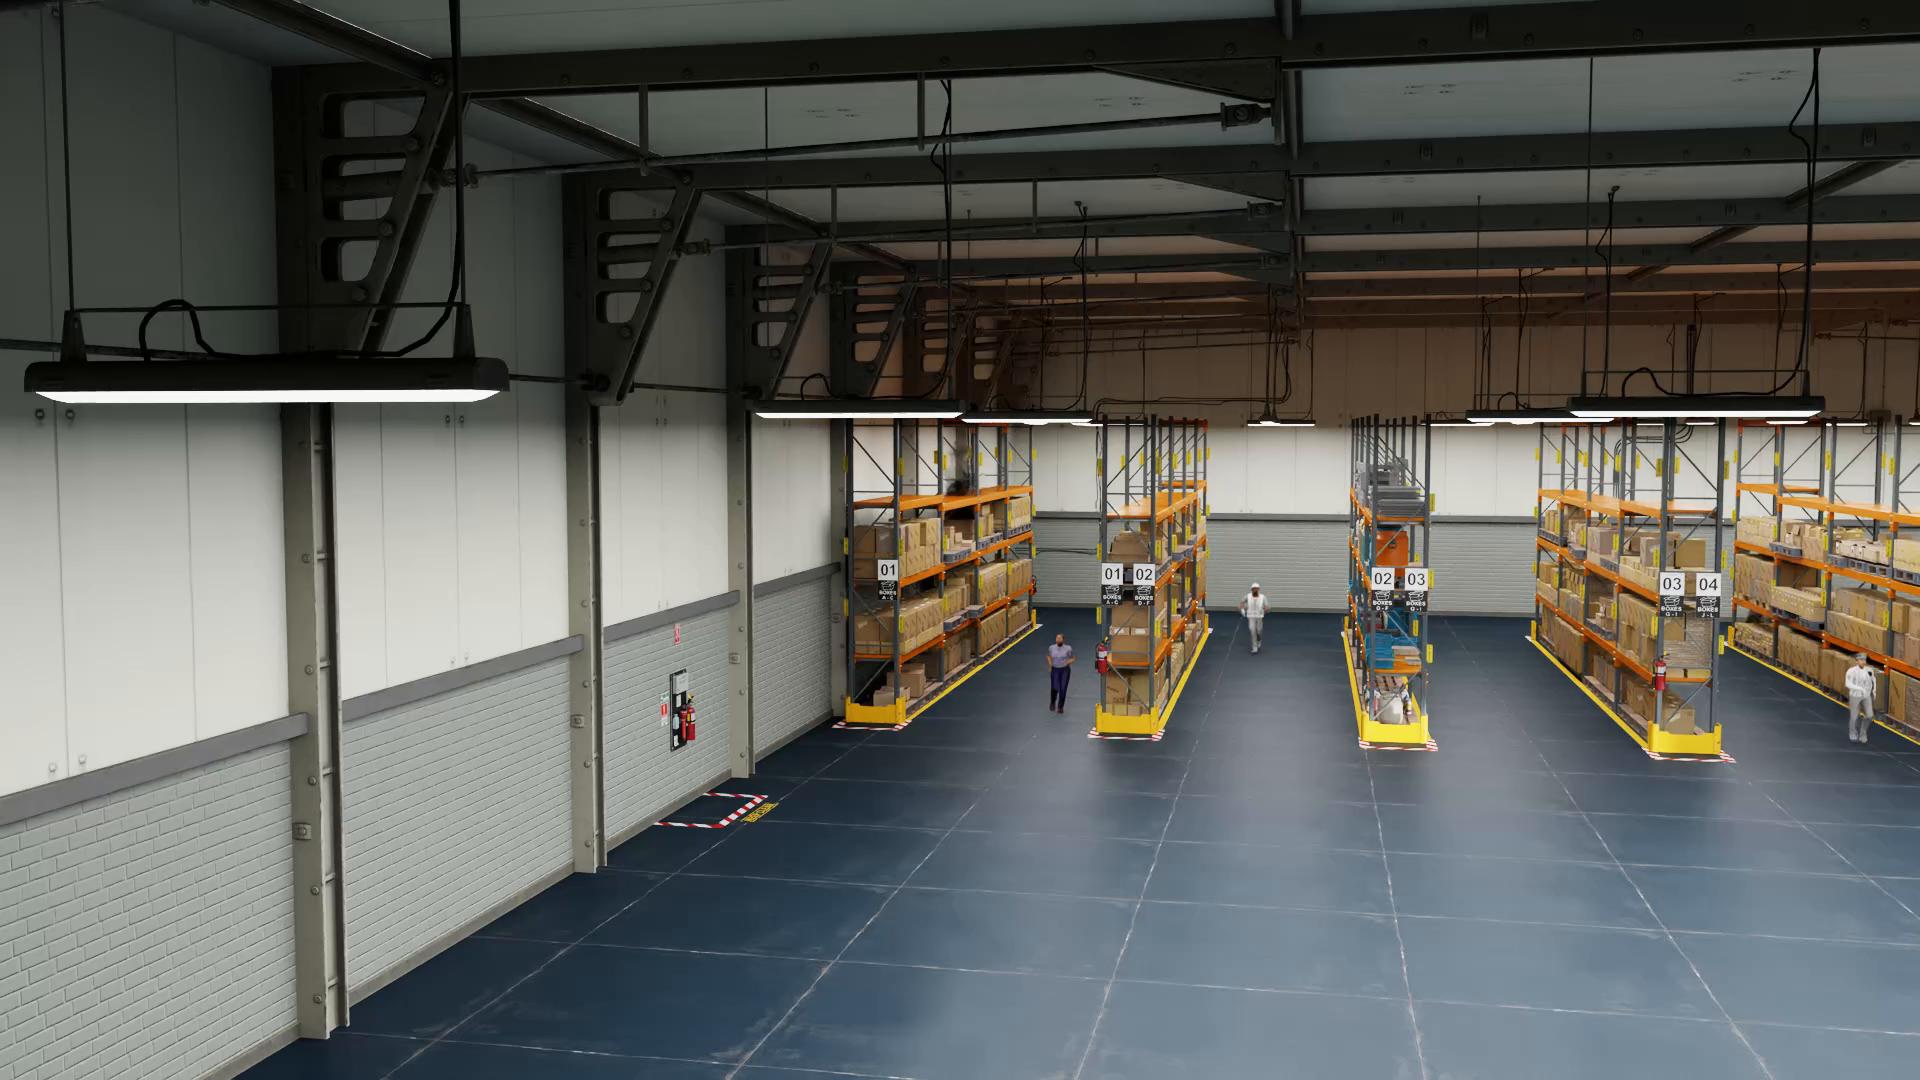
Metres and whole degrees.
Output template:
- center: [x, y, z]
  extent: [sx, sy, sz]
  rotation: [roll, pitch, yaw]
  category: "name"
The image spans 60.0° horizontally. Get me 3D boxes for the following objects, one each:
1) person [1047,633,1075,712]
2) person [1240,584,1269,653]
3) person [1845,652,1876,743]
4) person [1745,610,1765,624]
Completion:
- center: [2.022, 2.683, 33.465]
  extent: [0.586, 1.612, 0.585]
  rotation: [0, 4, 6]
  category: "person"
- center: [7.574, 1.995, 42.756]
  extent: [0.713, 1.753, 0.909]
  rotation: [0, 4, 7]
  category: "person"
- center: [16.405, 2.868, 30.262]
  extent: [0.578, 1.666, 0.739]
  rotation: [1, 4, 11]
  category: "person"
- center: [21.540, 1.830, 45.049]
  extent: [1.100, 1.731, 0.728]
  rotation: [1, 4, 13]
  category: "person"
